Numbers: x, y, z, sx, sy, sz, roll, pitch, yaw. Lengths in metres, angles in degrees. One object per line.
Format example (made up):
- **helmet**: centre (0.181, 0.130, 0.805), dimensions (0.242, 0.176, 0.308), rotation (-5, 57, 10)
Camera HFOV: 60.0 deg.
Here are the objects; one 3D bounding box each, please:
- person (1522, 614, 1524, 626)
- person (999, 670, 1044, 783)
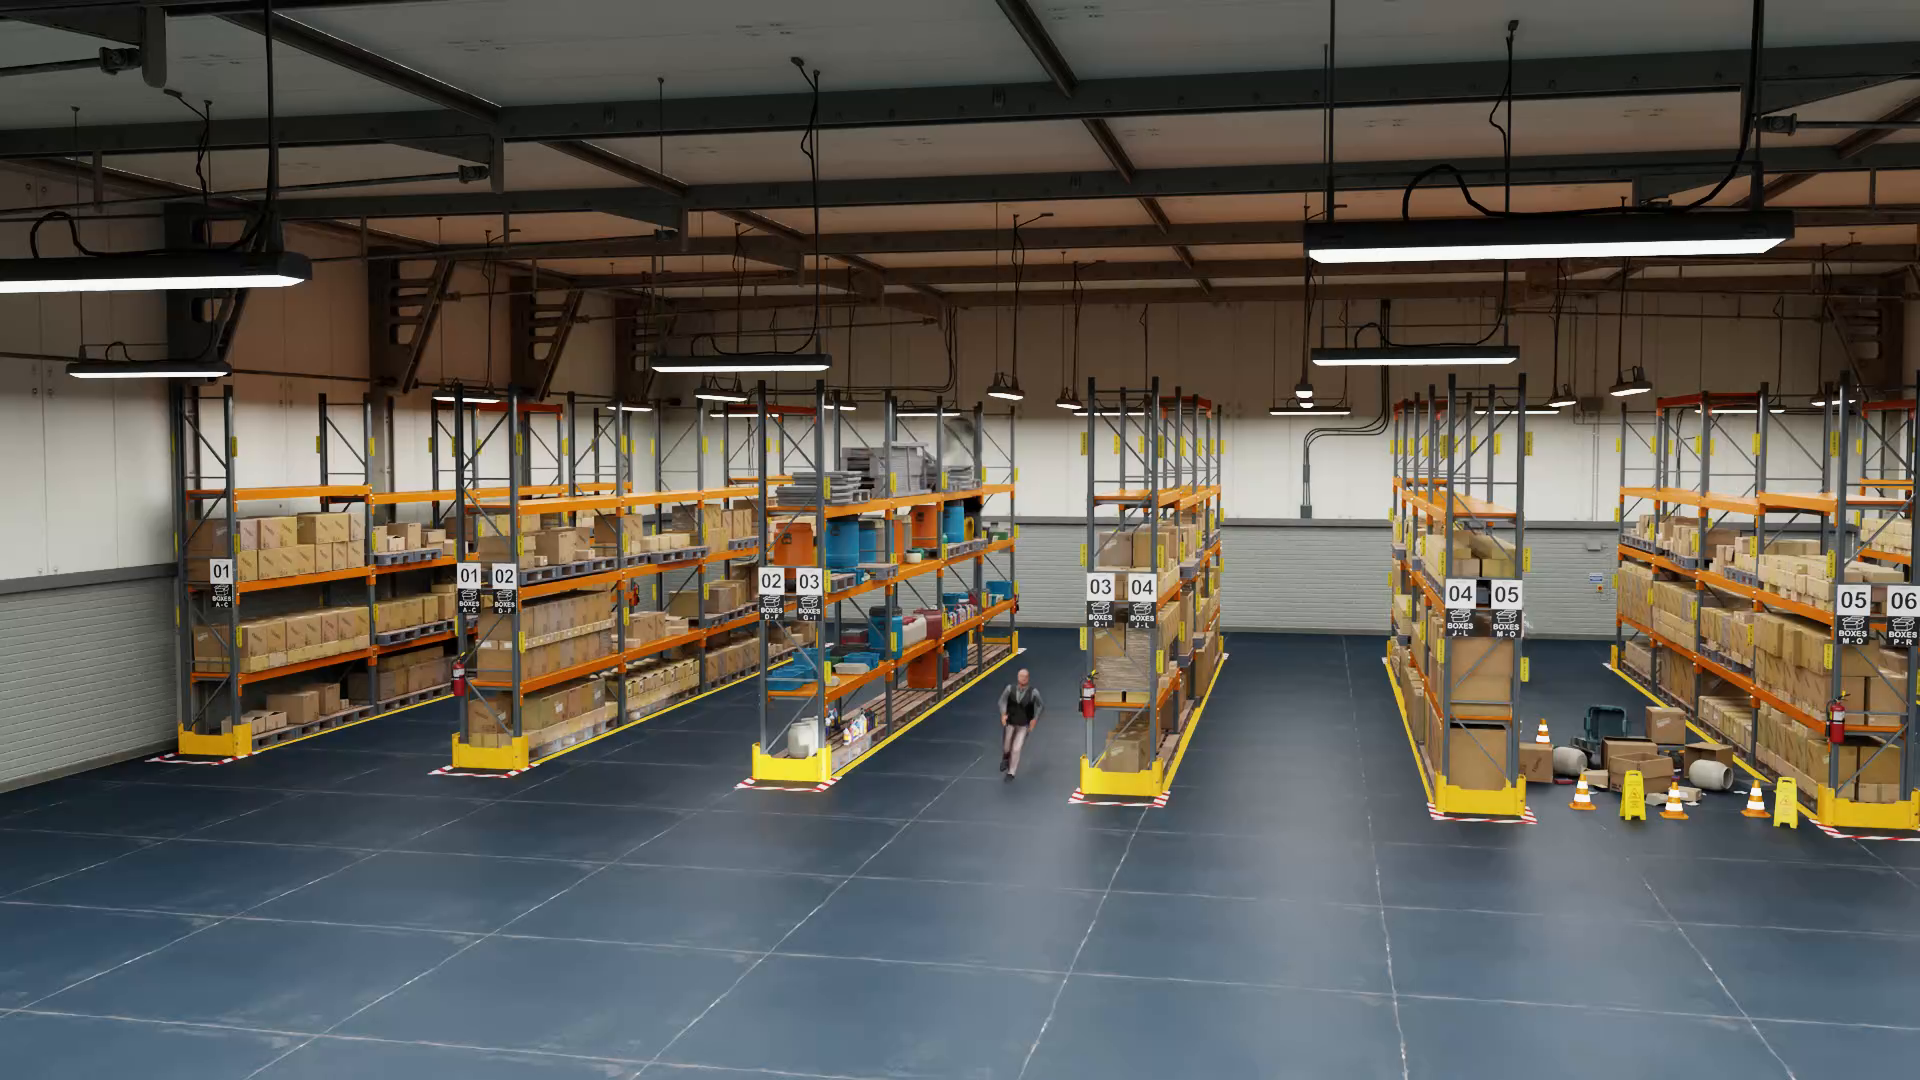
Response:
- **person**: centre (12.146, 2.118, 36.582), dimensions (0.552, 1.735, 0.801), rotation (0, 3, 2)
- **person**: centre (0.924, 2.779, 25.071), dimensions (0.702, 1.680, 0.628), rotation (0, 3, 7)
